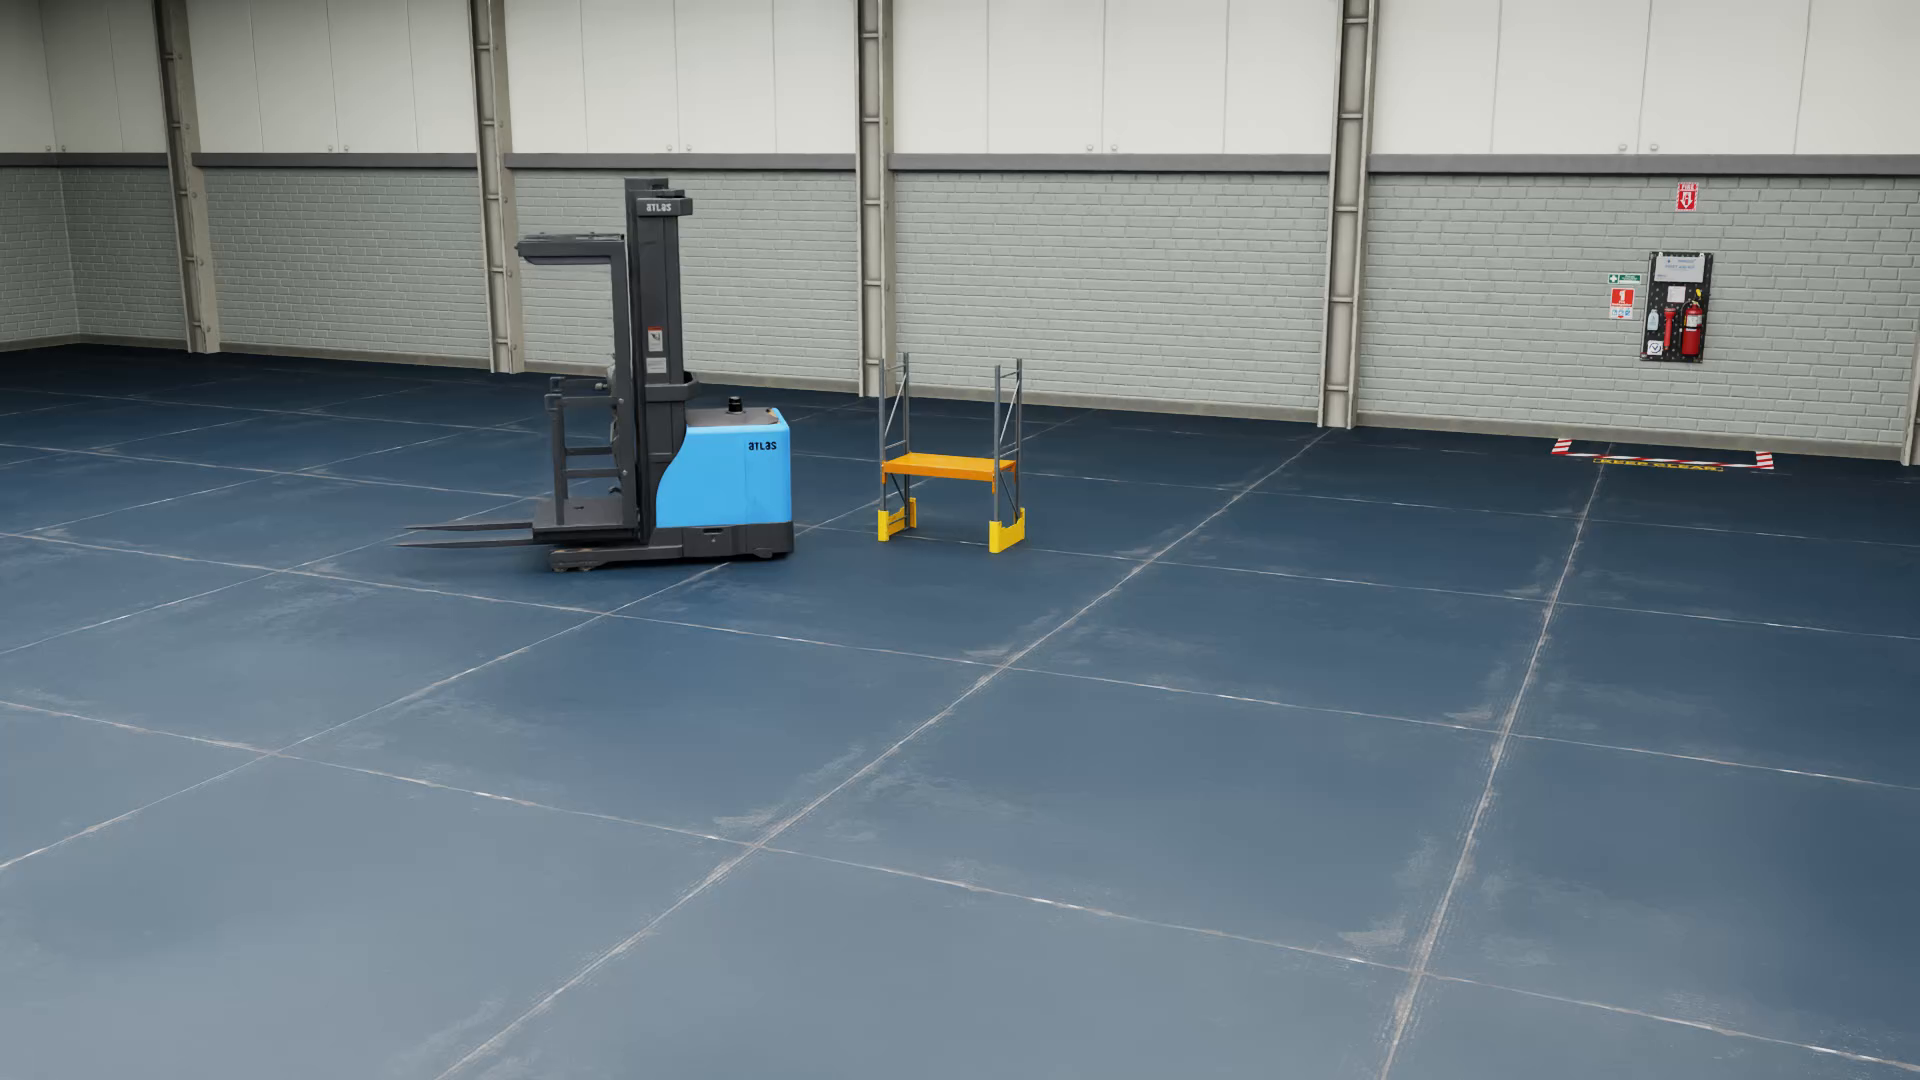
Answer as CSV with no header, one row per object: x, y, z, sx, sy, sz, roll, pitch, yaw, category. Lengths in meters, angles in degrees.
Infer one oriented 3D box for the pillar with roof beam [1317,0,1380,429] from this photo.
2.662,-4.816,14.582,0.400,9.000,9.100,6,14,23,pillar with roof beam

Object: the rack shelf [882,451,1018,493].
-0.078,-0.563,13.658,1.000,0.185,0.538,6,14,23,rack shelf

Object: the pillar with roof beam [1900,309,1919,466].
8.148,-4.261,12.216,0.400,9.000,9.100,6,14,23,pillar with roof beam

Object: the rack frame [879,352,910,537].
-0.543,-0.785,13.818,0.032,1.500,0.500,6,14,23,rack frame

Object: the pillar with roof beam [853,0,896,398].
-2.824,-5.372,16.948,0.400,9.000,9.100,6,14,23,pillar with roof beam

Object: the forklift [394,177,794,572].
-2.880,-1.314,12.941,3.031,2.935,1.130,-3,13,-11,forklift

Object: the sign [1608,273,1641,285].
7.184,-2.822,17.978,0.331,0.109,0.001,6,14,23,sign

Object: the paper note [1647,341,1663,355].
7.514,-2.078,17.974,0.142,0.148,0.016,6,14,23,paper note

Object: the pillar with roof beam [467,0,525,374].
-8.310,-5.927,19.314,0.400,9.000,9.100,6,14,23,pillar with roof beam

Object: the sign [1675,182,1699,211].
7.681,-3.626,17.569,0.199,0.298,0.001,6,14,23,sign

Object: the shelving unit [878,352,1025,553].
-0.070,-0.737,13.614,1.083,1.500,0.587,6,14,23,shelving unit

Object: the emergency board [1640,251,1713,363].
7.648,-2.476,17.742,0.643,1.169,0.194,6,14,23,emergency board

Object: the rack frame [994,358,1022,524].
0.387,-0.691,13.417,0.032,1.500,0.500,6,14,23,rack frame

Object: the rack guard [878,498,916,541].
-0.525,-0.175,13.953,0.087,0.250,0.587,6,14,23,rack guard

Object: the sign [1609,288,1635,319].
7.184,-2.566,18.048,0.234,0.329,0.001,6,14,23,sign

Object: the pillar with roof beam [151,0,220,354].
-13.795,-6.482,21.680,0.400,9.000,9.100,6,14,23,pillar with roof beam

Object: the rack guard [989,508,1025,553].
0.386,-0.083,13.560,0.087,0.250,0.587,6,14,23,rack guard
